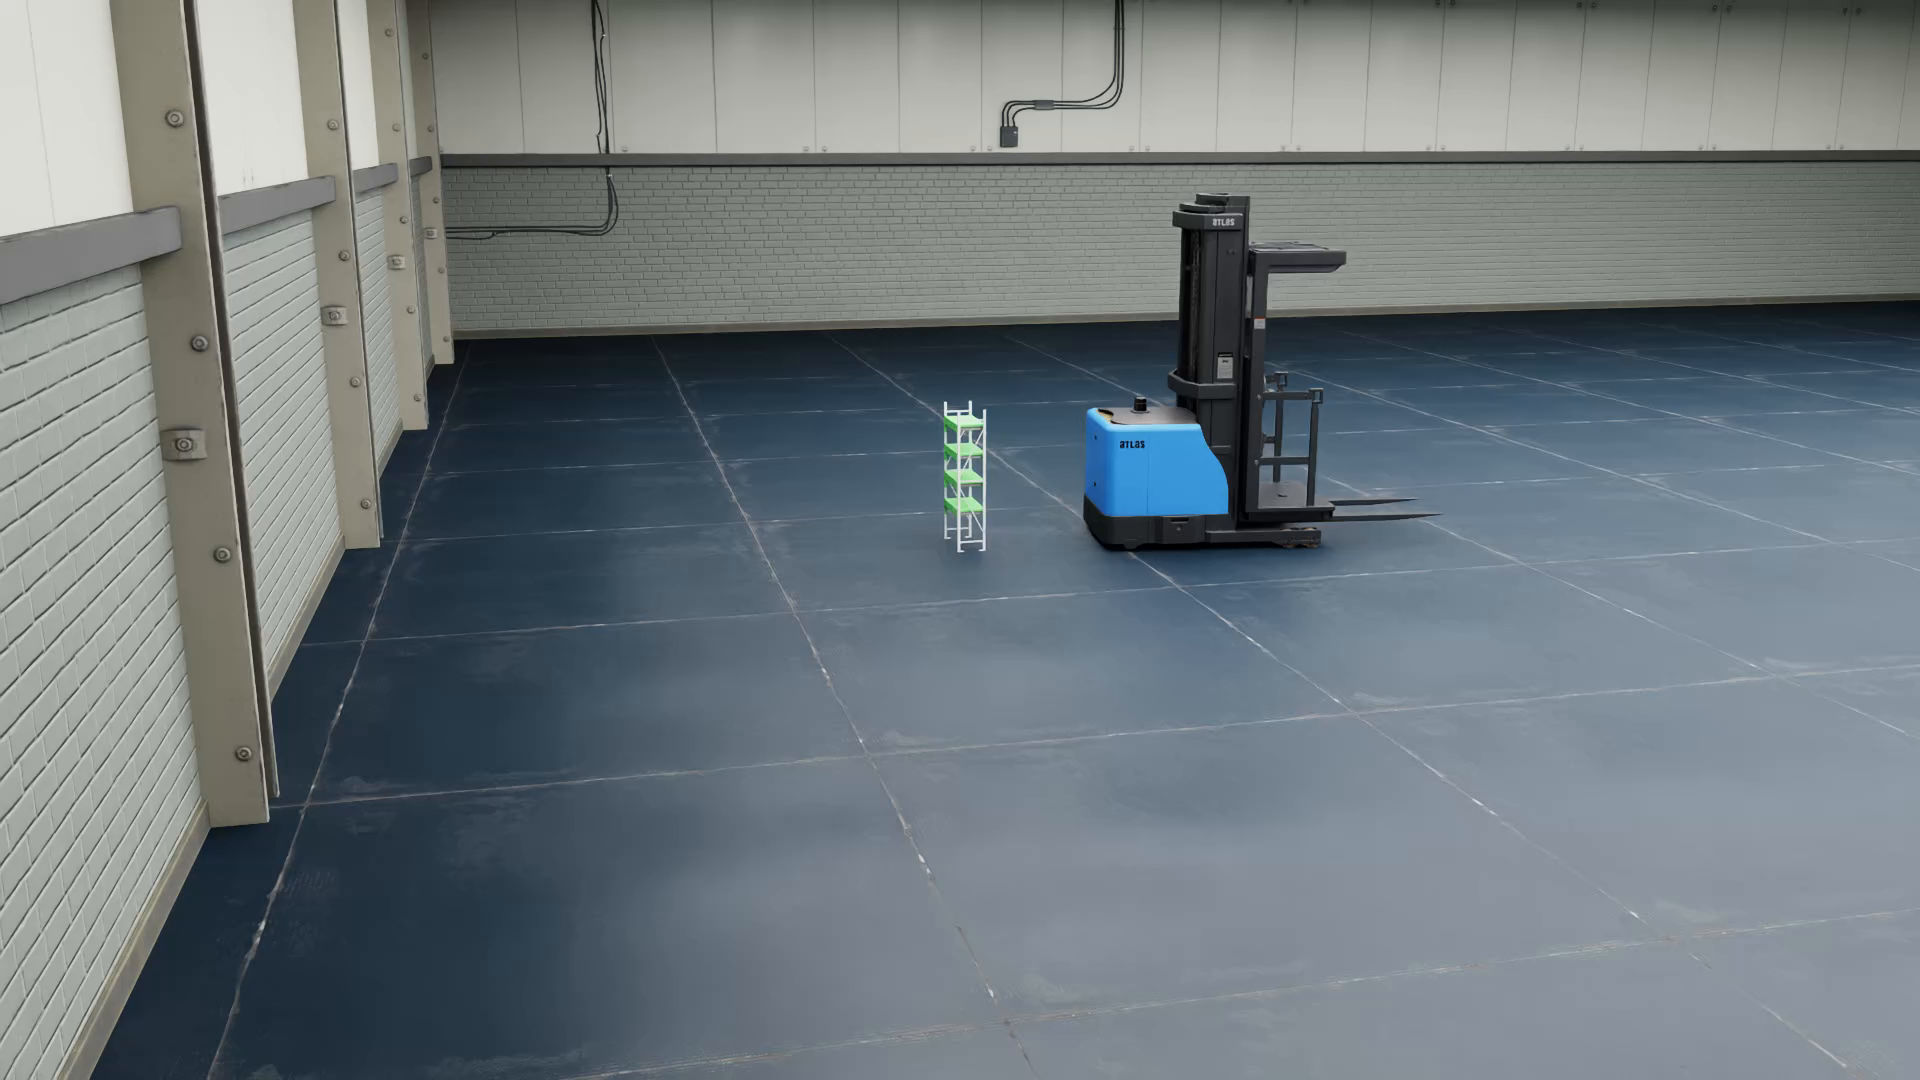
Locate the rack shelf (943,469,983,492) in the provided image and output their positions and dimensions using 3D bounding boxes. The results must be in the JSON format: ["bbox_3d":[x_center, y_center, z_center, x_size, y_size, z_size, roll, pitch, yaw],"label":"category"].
[{"bbox_3d":[0.039,-0.483,14.144,0.258,0.148,0.480,-3,14,-13],"label":"rack shelf"}]

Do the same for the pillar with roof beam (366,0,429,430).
[{"bbox_3d":[-2.372,-5.971,19.907,9.100,9.000,0.400,-3,14,-13],"label":"pillar with roof beam"}]

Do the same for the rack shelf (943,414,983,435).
[{"bbox_3d":[0.039,-0.949,14.030,0.258,0.148,0.480,-3,14,-13],"label":"rack shelf"}]

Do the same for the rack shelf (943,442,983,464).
[{"bbox_3d":[0.039,-0.716,14.087,0.258,0.148,0.480,-3,14,-13],"label":"rack shelf"}]

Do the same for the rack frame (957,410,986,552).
[{"bbox_3d":[0.096,-0.488,13.898,0.240,1.200,0.015,-3,14,-13],"label":"rack frame"}]

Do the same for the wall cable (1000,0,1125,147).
[{"bbox_3d":[1.859,-10.046,29.421,2.305,6.003,0.169,-3,14,-13],"label":"wall cable"}]

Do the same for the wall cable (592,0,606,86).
[{"bbox_3d":[-4.743,-8.964,28.060,3.097,2.526,0.112,-3,14,-13],"label":"wall cable"}]

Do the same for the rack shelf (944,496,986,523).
[{"bbox_3d":[0.039,-0.249,14.200,0.258,0.148,0.480,-3,14,-13],"label":"rack shelf"}]

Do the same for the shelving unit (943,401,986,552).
[{"bbox_3d":[0.039,-0.545,14.128,0.258,1.200,0.503,-3,14,-13],"label":"shelving unit"}]

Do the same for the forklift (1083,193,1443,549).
[{"bbox_3d":[2.655,-1.476,14.293,3.031,2.935,1.130,-1,14,-6],"label":"forklift"}]

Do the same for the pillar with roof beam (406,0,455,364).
[{"bbox_3d":[-3.781,-7.355,25.572,9.100,9.000,0.400,-3,14,-13],"label":"pillar with roof beam"}]

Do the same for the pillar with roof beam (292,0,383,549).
[{"bbox_3d":[-0.963,-4.587,14.241,9.100,9.000,0.400,-3,14,-13],"label":"pillar with roof beam"}]

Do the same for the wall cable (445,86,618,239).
[{"bbox_3d":[-7.373,-6.360,28.042,3.097,2.526,0.112,-3,14,-13],"label":"wall cable"}]

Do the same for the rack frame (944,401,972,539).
[{"bbox_3d":[-0.018,-0.601,14.359,0.240,1.200,0.015,-3,14,-13],"label":"rack frame"}]

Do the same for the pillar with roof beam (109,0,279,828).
[{"bbox_3d":[0.446,-3.203,8.576,9.100,9.000,0.400,-3,14,-13],"label":"pillar with roof beam"}]
